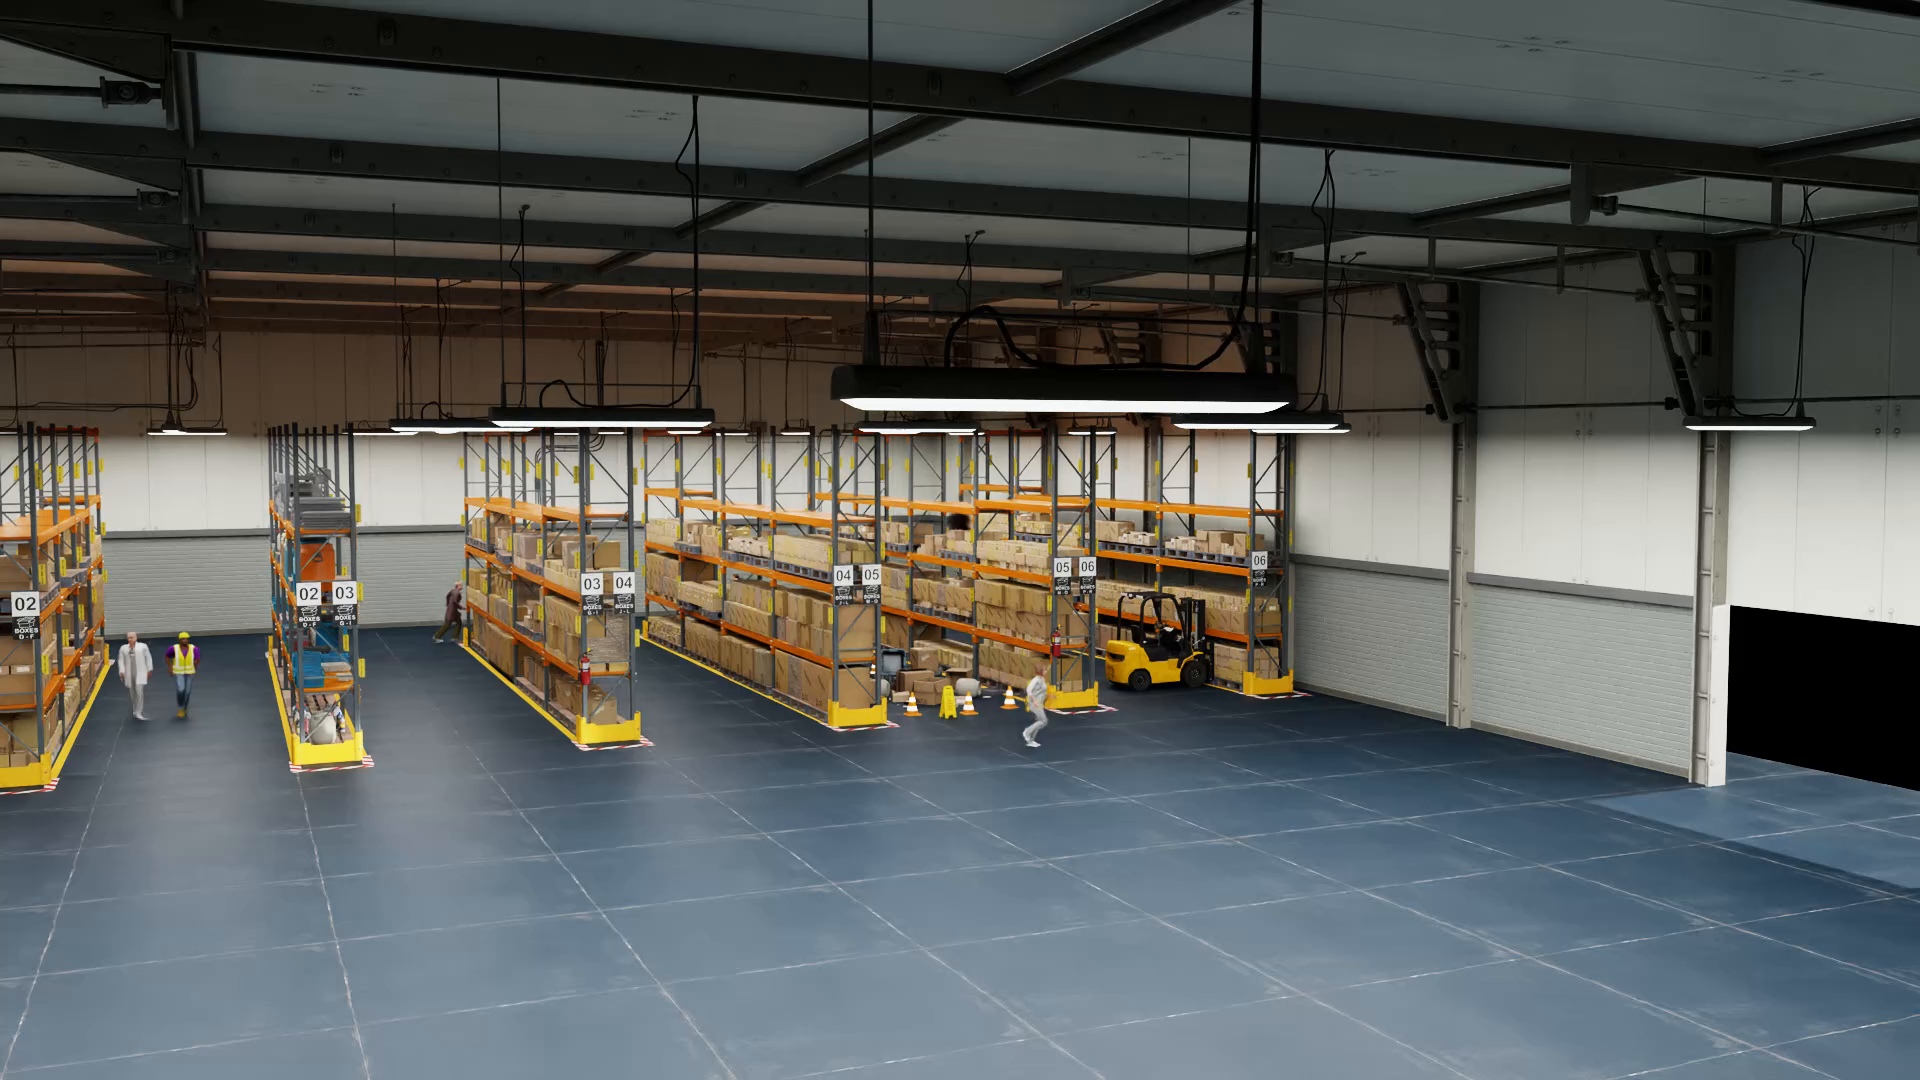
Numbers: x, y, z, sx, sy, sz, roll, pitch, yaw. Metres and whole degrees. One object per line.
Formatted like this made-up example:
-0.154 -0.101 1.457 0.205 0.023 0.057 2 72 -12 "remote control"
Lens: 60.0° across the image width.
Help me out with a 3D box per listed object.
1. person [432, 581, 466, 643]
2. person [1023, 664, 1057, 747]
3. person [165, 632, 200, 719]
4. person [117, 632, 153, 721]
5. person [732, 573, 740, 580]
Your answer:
-14.261 2.039 46.505 0.962 1.729 0.687 -1 4 -10 "person"
1.468 3.069 30.782 0.617 1.544 0.545 1 4 17 "person"
-15.949 2.769 34.189 0.625 1.779 0.800 -3 4 -37 "person"
-16.851 2.761 33.962 0.618 1.804 0.724 -1 4 -12 "person"
-6.643 1.835 50.073 0.951 1.666 0.541 -1 4 -23 "person"
